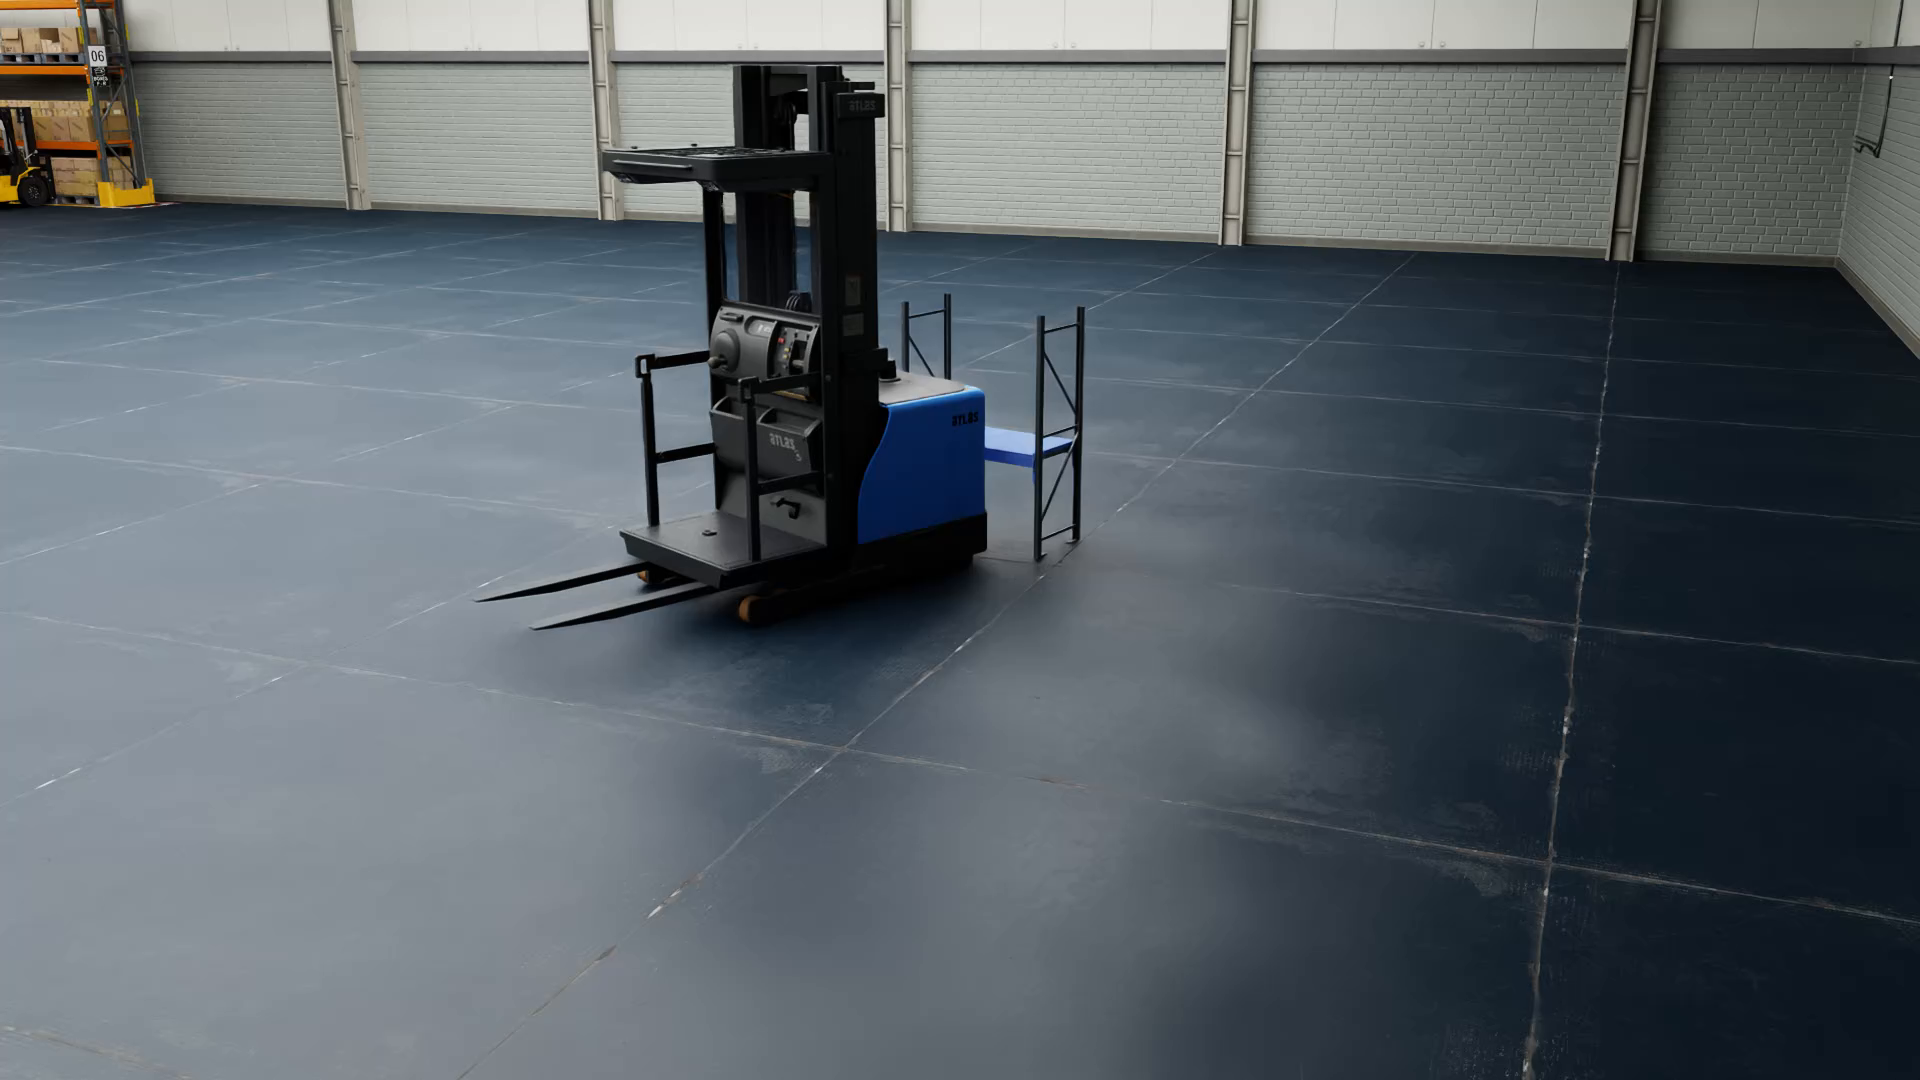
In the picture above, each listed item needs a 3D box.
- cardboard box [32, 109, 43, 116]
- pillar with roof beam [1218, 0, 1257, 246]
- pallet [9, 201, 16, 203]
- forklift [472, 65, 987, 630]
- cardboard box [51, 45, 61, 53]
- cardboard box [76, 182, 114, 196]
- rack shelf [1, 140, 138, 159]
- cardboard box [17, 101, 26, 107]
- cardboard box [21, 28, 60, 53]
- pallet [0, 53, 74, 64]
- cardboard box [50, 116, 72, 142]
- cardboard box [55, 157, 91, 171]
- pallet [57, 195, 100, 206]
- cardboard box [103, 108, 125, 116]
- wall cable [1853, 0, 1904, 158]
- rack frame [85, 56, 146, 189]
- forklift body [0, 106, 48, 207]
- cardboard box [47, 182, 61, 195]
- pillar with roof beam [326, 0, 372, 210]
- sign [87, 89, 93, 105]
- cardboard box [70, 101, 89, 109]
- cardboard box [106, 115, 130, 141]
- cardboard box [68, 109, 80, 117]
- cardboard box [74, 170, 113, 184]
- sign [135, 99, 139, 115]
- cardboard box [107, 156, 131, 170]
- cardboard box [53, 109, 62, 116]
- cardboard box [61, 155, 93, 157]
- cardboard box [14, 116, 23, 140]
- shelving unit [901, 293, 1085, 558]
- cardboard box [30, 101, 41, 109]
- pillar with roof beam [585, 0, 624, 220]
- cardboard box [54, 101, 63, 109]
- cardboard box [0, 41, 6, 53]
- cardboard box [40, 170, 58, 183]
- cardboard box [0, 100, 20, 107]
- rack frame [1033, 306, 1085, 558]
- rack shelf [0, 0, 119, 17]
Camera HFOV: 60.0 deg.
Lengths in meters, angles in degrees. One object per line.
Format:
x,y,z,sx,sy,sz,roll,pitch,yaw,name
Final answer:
-19.131,-8.938,34.739,0.250,0.149,0.380,6,17,21,cardboard box
2.926,-8.105,22.453,0.400,9.000,9.100,6,17,21,pillar with roof beam
-20.500,-7.469,36.022,1.213,0.211,1.003,6,17,21,pallet
-1.254,-1.103,9.215,3.031,2.935,1.130,-15,22,-41,forklift
-18.386,-10.066,34.106,0.250,0.149,0.380,6,17,19,cardboard box
-18.057,-7.338,34.749,0.500,0.250,0.500,6,17,21,cardboard box
-19.364,-8.350,35.346,4.000,0.370,1.077,6,17,21,rack shelf
-19.571,-9.161,34.972,0.250,0.149,0.380,6,17,21,cardboard box
-18.921,-10.342,34.425,0.500,0.500,0.700,6,17,21,cardboard box
-19.291,-10.092,34.836,1.213,0.211,1.003,6,17,21,pallet
-18.537,-8.577,34.657,0.500,0.500,0.500,7,18,22,cardboard box
-18.524,-7.869,34.785,0.500,0.250,0.500,7,17,22,cardboard box
-18.231,-7.219,35.162,1.213,0.211,1.003,6,17,21,pallet
-17.724,-8.952,34.788,0.250,0.149,0.380,6,17,19,cardboard box
12.342,-6.473,22.398,0.112,2.526,3.097,6,17,21,wall cable
-17.504,-8.491,34.541,0.127,3.000,1.000,6,17,21,rack frame
-19.937,-7.804,33.698,1.214,2.155,2.313,6,17,21,forklift body
-18.978,-7.445,35.117,0.500,0.250,0.500,6,17,21,cardboard box
-13.819,-9.947,28.795,0.400,9.000,9.100,6,17,21,pillar with roof beam
-17.716,-9.021,33.867,0.005,0.325,0.100,6,17,21,sign
-18.155,-8.992,34.392,0.250,0.149,0.380,6,17,21,cardboard box
-17.863,-8.662,34.950,0.500,0.500,0.500,7,18,22,cardboard box
-18.178,-8.832,34.372,0.250,0.149,0.380,7,17,22,cardboard box
-18.071,-7.581,34.689,0.500,0.250,0.500,6,17,20,cardboard box
-17.295,-9.088,34.903,0.005,0.325,0.100,6,17,21,sign
-17.882,-7.951,35.065,0.500,0.250,0.500,6,17,20,cardboard box
-18.623,-8.902,34.616,0.250,0.149,0.380,6,17,20,cardboard box
-18.809,-8.055,35.424,0.500,0.250,0.500,6,17,20,cardboard box
-19.486,-8.678,35.005,0.500,0.500,0.500,6,17,21,cardboard box
0.199,-0.749,10.562,1.048,1.500,0.538,11,20,34,shelving unit
-19.138,-9.080,34.693,0.250,0.149,0.380,7,17,22,cardboard box
-8.237,-9.333,26.681,0.400,9.000,9.100,6,17,21,pillar with roof beam
-18.613,-9.057,34.615,0.250,0.149,0.380,6,17,21,cardboard box
-19.956,-10.295,34.684,0.258,0.266,0.396,6,17,19,cardboard box
-19.022,-7.682,35.038,0.500,0.250,0.500,6,17,19,cardboard box
-20.067,-9.193,35.084,0.250,0.149,0.380,6,17,20,cardboard box
0.613,-0.666,10.279,0.032,1.500,0.500,11,20,34,rack frame
-19.364,-11.039,34.566,4.000,0.370,1.077,6,17,21,rack shelf
